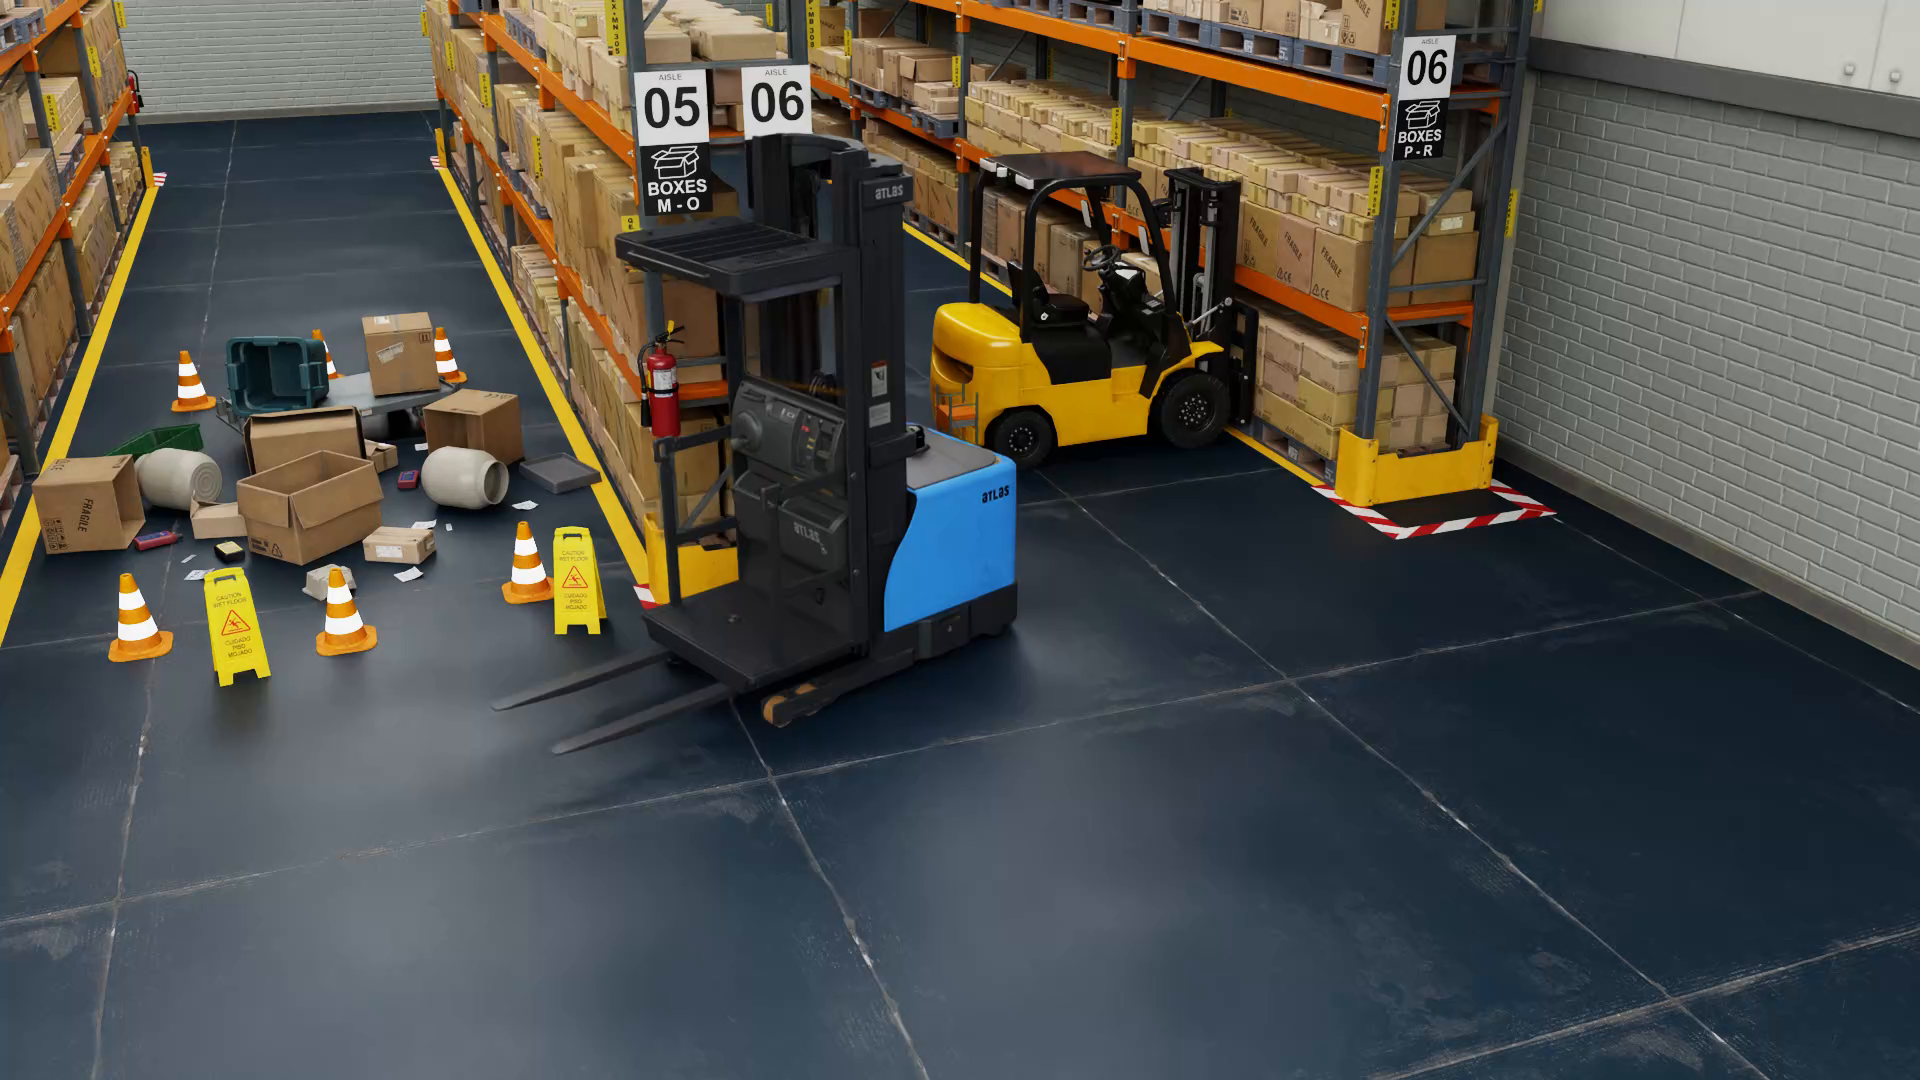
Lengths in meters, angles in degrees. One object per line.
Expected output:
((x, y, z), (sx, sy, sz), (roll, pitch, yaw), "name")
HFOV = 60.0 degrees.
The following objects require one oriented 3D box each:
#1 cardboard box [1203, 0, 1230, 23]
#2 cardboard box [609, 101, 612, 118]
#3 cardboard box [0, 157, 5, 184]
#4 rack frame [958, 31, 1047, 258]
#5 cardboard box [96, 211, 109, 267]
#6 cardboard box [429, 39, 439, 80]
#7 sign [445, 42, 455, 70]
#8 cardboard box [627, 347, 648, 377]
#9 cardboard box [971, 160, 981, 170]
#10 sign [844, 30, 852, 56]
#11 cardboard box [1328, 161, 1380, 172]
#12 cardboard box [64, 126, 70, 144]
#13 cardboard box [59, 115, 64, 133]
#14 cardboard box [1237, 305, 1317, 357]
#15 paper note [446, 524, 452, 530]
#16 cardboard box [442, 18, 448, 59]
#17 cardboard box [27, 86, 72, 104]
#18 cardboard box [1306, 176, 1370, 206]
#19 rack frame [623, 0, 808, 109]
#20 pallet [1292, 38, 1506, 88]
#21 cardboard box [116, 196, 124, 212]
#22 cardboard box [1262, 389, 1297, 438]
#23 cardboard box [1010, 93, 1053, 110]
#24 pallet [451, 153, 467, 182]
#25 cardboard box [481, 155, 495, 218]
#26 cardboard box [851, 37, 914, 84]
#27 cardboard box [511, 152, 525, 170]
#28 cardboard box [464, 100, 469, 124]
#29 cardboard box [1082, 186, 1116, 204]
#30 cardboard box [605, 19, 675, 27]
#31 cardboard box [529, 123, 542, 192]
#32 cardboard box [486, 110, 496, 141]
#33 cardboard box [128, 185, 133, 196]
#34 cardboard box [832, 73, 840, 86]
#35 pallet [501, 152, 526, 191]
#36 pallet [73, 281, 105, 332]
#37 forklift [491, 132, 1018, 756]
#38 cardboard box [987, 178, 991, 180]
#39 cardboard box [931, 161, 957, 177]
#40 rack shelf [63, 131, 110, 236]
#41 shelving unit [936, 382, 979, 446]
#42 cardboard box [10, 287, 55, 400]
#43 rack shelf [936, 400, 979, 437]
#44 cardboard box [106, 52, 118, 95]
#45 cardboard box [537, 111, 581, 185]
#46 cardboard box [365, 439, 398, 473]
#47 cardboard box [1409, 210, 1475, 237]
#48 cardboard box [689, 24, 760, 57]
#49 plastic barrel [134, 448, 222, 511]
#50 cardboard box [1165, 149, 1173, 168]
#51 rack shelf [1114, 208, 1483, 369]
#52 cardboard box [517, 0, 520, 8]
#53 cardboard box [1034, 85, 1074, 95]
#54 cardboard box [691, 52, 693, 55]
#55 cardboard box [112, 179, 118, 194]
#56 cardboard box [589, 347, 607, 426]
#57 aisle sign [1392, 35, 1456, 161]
((2.123, -4.195, 12.982), (0.396, 0.266, 0.258), (-9, 24, -20), "cardboard box")
((-1.915, -2.625, 10.077), (0.380, 0.149, 0.250), (-8, 24, -17), "cardboard box")
((-8.075, -3.058, 13.227), (0.700, 0.500, 0.500), (-9, 24, -20), "cardboard box")
((0.469, -4.669, 18.466), (1.000, 3.000, 0.127), (-8, 24, -19), "rack frame")
((-9.326, -3.158, 17.559), (0.500, 0.500, 0.500), (-9, 24, -20), "cardboard box")
((-7.098, -6.726, 23.217), (0.500, 0.500, 0.500), (-9, 24, -19), "cardboard box")
((-6.105, -5.799, 19.930), (0.100, 0.325, 0.005), (-8, 24, -19), "sign")
((-1.872, -1.148, 10.434), (0.380, 0.149, 0.250), (-9, 24, -20), "cardboard box")
((0.345, -4.422, 19.721), (0.380, 0.149, 0.250), (-8, 24, -18), "cardboard box")
((-1.449, -6.444, 21.563), (0.100, 0.325, 0.005), (-8, 24, -19), "sign")
((3.019, -2.774, 12.622), (0.380, 0.149, 0.250), (-8, 24, -17), "cardboard box")
((-9.298, -4.115, 16.934), (0.380, 0.149, 0.250), (-9, 25, -21), "cardboard box")
((-9.207, -4.157, 16.650), (0.380, 0.149, 0.250), (-9, 24, -19), "cardboard box")
((2.467, -1.641, 12.993), (0.500, 0.250, 0.500), (-8, 24, -18), "cardboard box")
((-3.519, -0.090, 11.449), (0.032, 0.001, 0.123), (-8, 24, -19), "paper note")
((-6.183, -6.266, 20.838), (0.500, 0.500, 0.500), (-9, 24, -20), "cardboard box")
((-9.579, -4.670, 17.485), (0.380, 0.149, 0.250), (-8, 24, -19), "cardboard box")
((2.738, -2.522, 12.026), (0.380, 0.149, 0.250), (-8, 24, -18), "cardboard box")
((-1.347, -3.844, 8.785), (1.000, 3.000, 0.127), (-8, 24, -19), "rack frame")
((3.070, -3.364, 11.622), (1.003, 0.211, 1.213), (-8, 24, -19), "pallet")
((-10.010, -3.917, 19.428), (0.380, 0.149, 0.250), (-7, 24, -17), "cardboard box")
((2.667, -0.998, 12.756), (0.500, 0.250, 0.500), (-8, 24, -19), "cardboard box")
((0.737, -4.491, 17.079), (0.380, 0.149, 0.250), (-8, 24, -18), "cardboard box")
((-6.644, -5.329, 23.621), (1.003, 0.211, 1.213), (-8, 24, -19), "pallet")
((-5.292, -4.440, 20.118), (0.875, 0.875, 0.875), (-8, 24, -17), "cardboard box")
((-0.982, -6.156, 21.323), (0.700, 0.500, 0.500), (-8, 24, -18), "cardboard box")
((-4.032, -3.605, 15.724), (0.380, 0.149, 0.250), (-8, 24, -19), "cardboard box")
((-5.493, -4.987, 19.413), (0.500, 0.250, 0.500), (-9, 24, -20), "cardboard box")
((1.460, -3.294, 15.396), (0.500, 0.250, 0.500), (-8, 24, -18), "cardboard box")
((-1.947, -3.085, 10.141), (0.380, 0.149, 0.250), (-8, 24, -19), "cardboard box")
((-3.314, -3.226, 13.990), (0.500, 0.500, 0.500), (-8, 24, -19), "cardboard box")
((-4.582, -4.289, 17.114), (0.500, 0.250, 0.500), (-8, 24, -19), "cardboard box")
((-10.689, -4.433, 21.036), (0.380, 0.149, 0.250), (-8, 24, -18), "cardboard box")
((-1.519, -6.271, 22.589), (0.380, 0.149, 0.250), (-8, 24, -18), "cardboard box")
((-3.822, -3.654, 16.304), (1.213, 0.211, 1.003), (-8, 24, -19), "pallet")
((-9.043, -2.270, 16.364), (1.003, 0.211, 1.213), (-8, 24, -19), "pallet")
((-1.089, -0.580, 8.852), (3.031, 2.935, 1.130), (-19, 30, -38), "forklift")
((0.428, -4.083, 19.754), (0.500, 0.500, 0.500), (-8, 24, -19), "cardboard box")
((-0.119, -4.351, 19.554), (0.380, 0.149, 0.250), (-9, 25, -21), "cardboard box")
((-9.475, -3.666, 17.012), (1.077, 0.370, 4.000), (-8, 24, -19), "rack shelf")
((-0.019, -0.503, 11.092), (0.215, 1.050, 0.252), (-8, 24, -19), "shelving unit")
((-7.996, -1.539, 13.394), (1.050, 0.750, 0.750), (-8, 24, -19), "cardboard box")
((-0.019, -0.755, 10.986), (0.215, 0.259, 0.240), (-8, 24, -19), "rack shelf")
((-10.663, -5.679, 20.351), (0.500, 0.500, 0.500), (-7, 24, -16), "cardboard box")
((-2.807, -2.988, 12.677), (0.700, 0.500, 0.500), (-9, 24, -20), "cardboard box")
((-4.480, -0.683, 12.529), (0.396, 0.266, 0.258), (12, 26, 27), "cardboard box")
((3.418, -2.266, 11.801), (0.380, 0.149, 0.250), (-9, 24, -20), "cardboard box")
((-1.385, -2.960, 9.846), (0.380, 0.149, 0.250), (-8, 24, -19), "cardboard box")
((-5.519, -0.429, 11.722), (0.512, 0.421, 0.421), (8, 24, 18), "plastic barrel")
((1.960, -3.224, 14.073), (0.380, 0.149, 0.250), (-8, 24, -19), "cardboard box")
((2.589, -2.158, 13.433), (1.077, 0.370, 4.000), (-8, 24, -19), "rack shelf")
((-3.608, -4.866, 14.939), (0.797, 0.503, 0.637), (-8, 24, -19), "cardboard box")
((1.005, -4.741, 17.674), (0.380, 0.149, 0.250), (-8, 24, -19), "cardboard box")
((-1.444, -2.934, 10.296), (0.500, 0.250, 0.500), (-9, 24, -20), "cardboard box")
((-10.151, -4.140, 19.574), (0.380, 0.149, 0.250), (-7, 24, -16), "cardboard box")
((-2.422, -1.172, 12.204), (0.500, 0.500, 0.500), (-7, 24, -16), "cardboard box")
((3.044, -2.896, 10.912), (0.394, 0.787, 0.004), (-8, 24, -19), "aisle sign")
